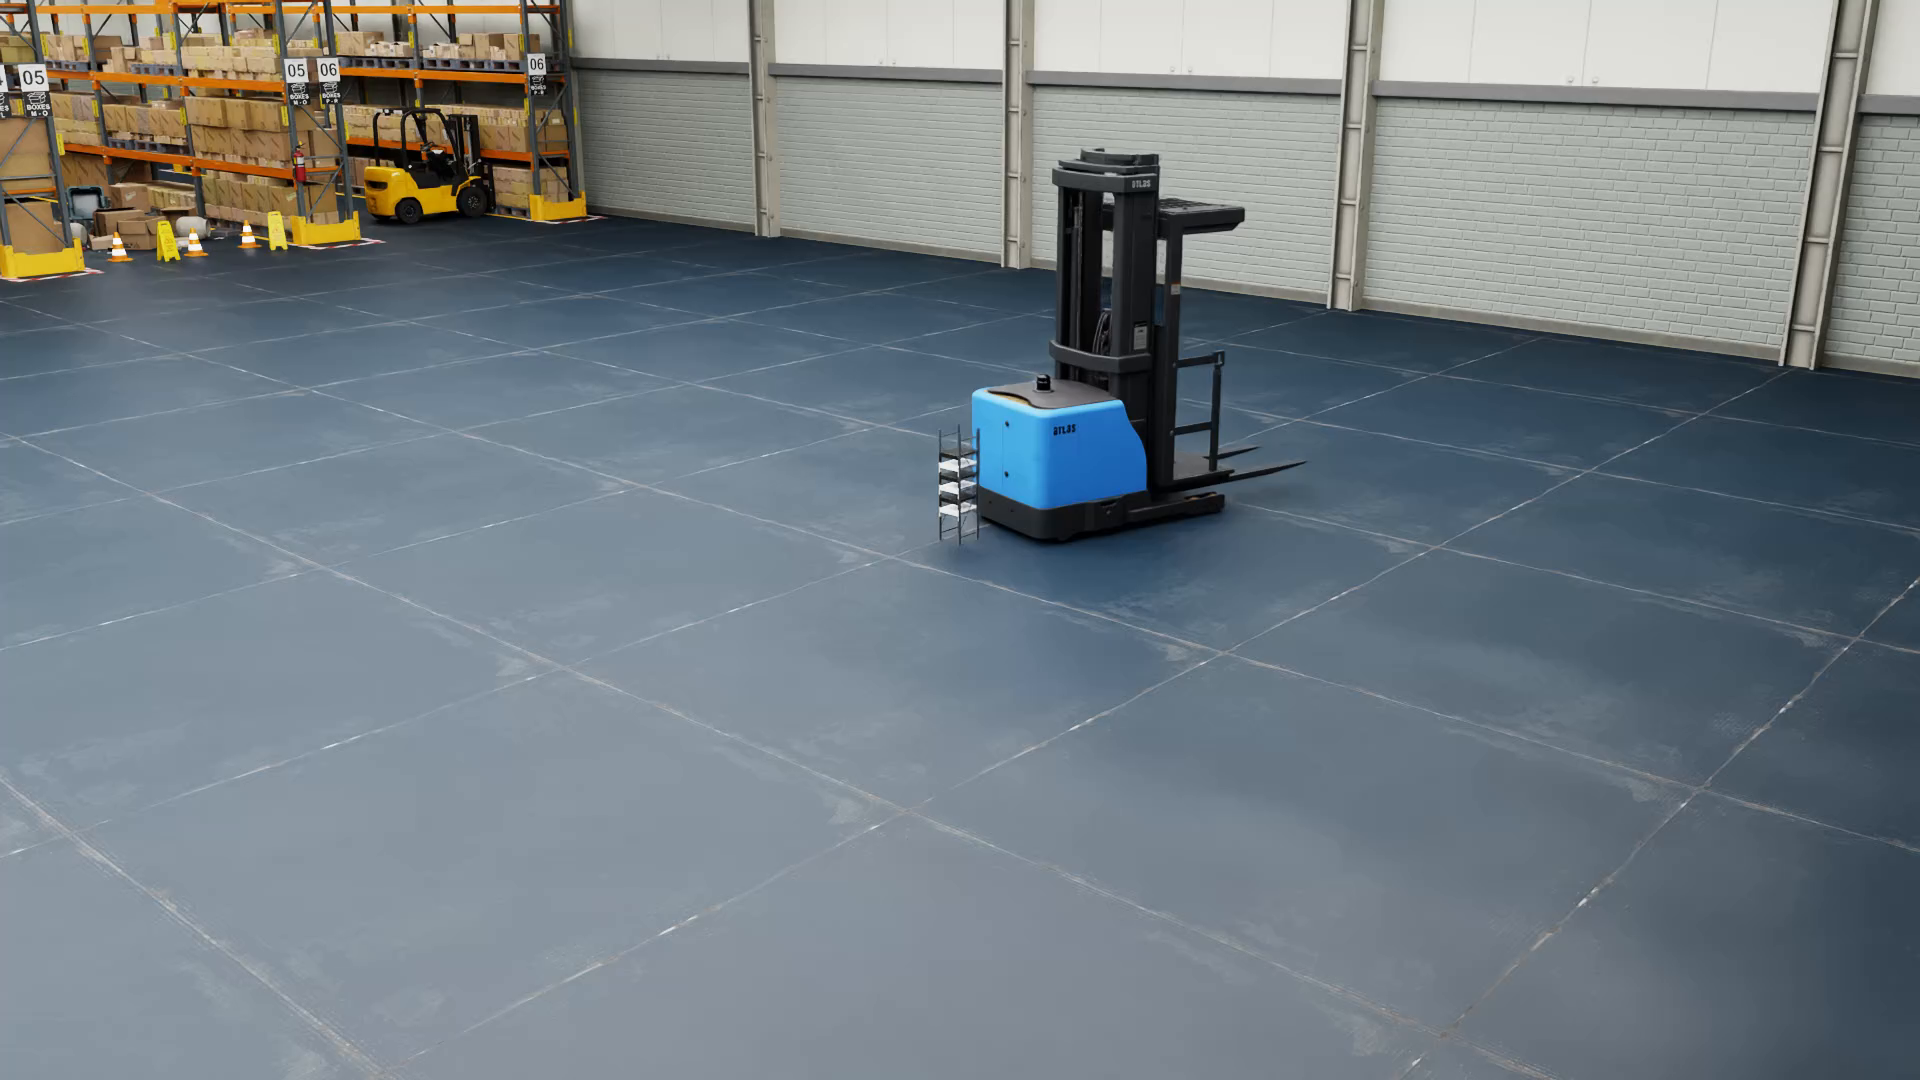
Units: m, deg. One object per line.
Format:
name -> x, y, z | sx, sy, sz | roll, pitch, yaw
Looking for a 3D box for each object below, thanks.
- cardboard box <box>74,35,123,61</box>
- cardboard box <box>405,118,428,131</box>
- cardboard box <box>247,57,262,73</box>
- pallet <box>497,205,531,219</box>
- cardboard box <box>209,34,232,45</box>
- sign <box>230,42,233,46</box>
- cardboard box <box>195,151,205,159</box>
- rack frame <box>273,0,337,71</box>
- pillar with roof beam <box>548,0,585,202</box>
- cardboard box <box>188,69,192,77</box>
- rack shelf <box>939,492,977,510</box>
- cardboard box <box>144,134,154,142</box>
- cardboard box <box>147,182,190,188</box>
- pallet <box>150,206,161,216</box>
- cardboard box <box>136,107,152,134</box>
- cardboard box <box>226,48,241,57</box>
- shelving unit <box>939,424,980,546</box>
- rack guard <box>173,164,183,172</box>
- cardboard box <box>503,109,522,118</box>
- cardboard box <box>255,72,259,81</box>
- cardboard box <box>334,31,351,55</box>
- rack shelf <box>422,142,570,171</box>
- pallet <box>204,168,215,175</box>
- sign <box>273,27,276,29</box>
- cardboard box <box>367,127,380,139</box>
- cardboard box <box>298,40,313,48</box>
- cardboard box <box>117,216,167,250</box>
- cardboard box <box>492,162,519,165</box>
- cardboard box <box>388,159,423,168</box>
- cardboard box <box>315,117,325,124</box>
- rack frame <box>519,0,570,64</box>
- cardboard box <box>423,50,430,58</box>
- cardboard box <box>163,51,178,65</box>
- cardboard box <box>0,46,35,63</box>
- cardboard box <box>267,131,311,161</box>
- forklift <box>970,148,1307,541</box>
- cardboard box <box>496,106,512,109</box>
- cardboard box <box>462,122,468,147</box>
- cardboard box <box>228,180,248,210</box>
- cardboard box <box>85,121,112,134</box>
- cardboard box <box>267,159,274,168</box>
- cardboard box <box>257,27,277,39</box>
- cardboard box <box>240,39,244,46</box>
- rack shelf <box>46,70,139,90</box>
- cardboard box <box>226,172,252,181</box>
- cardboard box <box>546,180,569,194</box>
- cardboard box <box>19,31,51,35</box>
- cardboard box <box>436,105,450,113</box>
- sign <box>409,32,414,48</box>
cardboard box -> -17.791, -10.163, 34.352 | 0.637, 0.503, 0.797 | 13, 22, 36
cardboard box -> -11.662, -8.970, 35.840 | 0.500, 0.250, 0.500 | 14, 23, 38
cardboard box -> -12.354, -8.482, 29.677 | 0.500, 0.250, 0.500 | 15, 23, 39
pallet -> -8.733, -6.775, 34.110 | 1.213, 0.211, 1.003 | 15, 23, 39
cardboard box -> -18.031, -12.254, 40.737 | 0.500, 0.250, 0.500 | 15, 23, 38
sign -> -14.063, -9.440, 32.083 | 0.005, 0.325, 0.100 | 15, 23, 39
cardboard box -> -14.395, -7.384, 31.834 | 0.250, 0.149, 0.380 | 15, 23, 39
rack frame -> -11.425, -9.695, 28.785 | 0.127, 3.000, 1.000 | 15, 23, 39
pillar with roof beam -> -10.914, -10.189, 30.340 | 0.400, 9.000, 9.100 | 15, 23, 39
cardboard box -> -14.346, -8.830, 31.432 | 0.250, 0.149, 0.380 | 15, 23, 38
rack shelf -> -0.006, -0.313, 13.018 | 0.200, 0.077, 0.258 | 15, 23, 39
cardboard box -> -16.113, -8.080, 33.333 | 0.250, 0.149, 0.380 | 16, 24, 41
cardboard box -> -16.436, -7.128, 34.263 | 0.625, 0.372, 0.950 | 14, 23, 38
pallet -> -15.917, -6.711, 33.909 | 1.213, 0.211, 1.003 | 15, 23, 39
cardboard box -> -16.061, -8.379, 33.203 | 0.500, 0.500, 0.500 | 14, 22, 37
cardboard box -> -13.044, -8.827, 30.106 | 0.250, 0.149, 0.380 | 16, 23, 41
shelving unit -> -0.006, -0.431, 12.981 | 0.210, 0.900, 0.258 | 15, 23, 39
rack guard -> -20.044, -9.966, 43.687 | 0.348, 0.500, 1.175 | 15, 23, 39
cardboard box -> -8.960, -8.572, 33.432 | 0.250, 0.149, 0.380 | 16, 23, 40
cardboard box -> -12.407, -8.324, 29.838 | 0.250, 0.149, 0.380 | 15, 23, 40
cardboard box -> -13.737, -11.091, 37.116 | 0.500, 0.500, 0.500 | 15, 23, 40
rack shelf -> -9.629, -8.018, 34.608 | 4.000, 0.370, 1.077 | 15, 23, 39
pallet -> -18.539, -9.423, 42.455 | 1.213, 0.211, 1.003 | 15, 23, 39
sign -> -16.743, -12.359, 40.632 | 0.005, 0.325, 0.100 | 15, 23, 39
cardboard box -> -12.798, -9.042, 36.891 | 0.500, 0.250, 0.500 | 16, 24, 41
cardboard box -> -14.930, -11.377, 38.139 | 0.250, 0.149, 0.380 | 14, 22, 37
cardboard box -> -14.420, -5.426, 29.377 | 0.637, 0.503, 0.797 | 0, 18, 2
cardboard box -> -9.489, -7.772, 34.841 | 0.500, 0.250, 0.500 | 14, 23, 38
cardboard box -> -12.098, -8.091, 36.879 | 0.625, 0.625, 0.875 | 15, 23, 39
cardboard box -> -14.863, -9.692, 38.412 | 0.250, 0.149, 0.380 | 16, 23, 40
rack frame -> -8.133, -10.819, 32.326 | 0.127, 3.000, 1.000 | 15, 23, 39
cardboard box -> -10.991, -10.162, 34.770 | 0.250, 0.149, 0.380 | 16, 23, 40
cardboard box -> -14.950, -9.282, 31.995 | 0.500, 0.250, 0.500 | 14, 23, 38
cardboard box -> -14.826, -7.599, 26.034 | 0.500, 0.250, 0.500 | 15, 23, 39
cardboard box -> -12.014, -7.072, 29.780 | 0.500, 0.500, 0.500 | 15, 23, 38
forklift -> 1.595, -1.708, 13.648 | 3.031, 2.935, 1.130 | -11, 21, -32
cardboard box -> -9.381, -8.891, 34.439 | 0.250, 0.149, 0.380 | 15, 23, 40
cardboard box -> -10.187, -8.460, 34.645 | 0.500, 0.500, 0.500 | 15, 23, 39
cardboard box -> -13.360, -6.497, 31.237 | 0.500, 0.500, 0.500 | 17, 24, 42
cardboard box -> -17.940, -8.649, 34.827 | 0.500, 0.250, 0.500 | 15, 23, 39
cardboard box -> -12.288, -6.825, 30.074 | 0.250, 0.149, 0.380 | 15, 23, 38
cardboard box -> -16.615, -12.175, 39.936 | 0.258, 0.266, 0.396 | 15, 23, 39
cardboard box -> -16.930, -11.872, 39.667 | 0.250, 0.149, 0.380 | 16, 23, 40
rack shelf -> -18.905, -9.931, 35.675 | 4.000, 0.370, 1.077 | 15, 23, 39
cardboard box -> -13.513, -6.821, 31.185 | 0.250, 0.149, 0.380 | 17, 24, 42
cardboard box -> -8.347, -7.229, 33.956 | 0.500, 0.250, 0.500 | 16, 23, 40
cardboard box -> -20.701, -11.136, 37.259 | 0.500, 0.500, 0.500 | 16, 23, 40
cardboard box -> -10.816, -9.102, 35.105 | 0.250, 0.149, 0.380 | 15, 23, 40
sign -> -11.478, -10.464, 34.792 | 0.005, 0.325, 0.100 | 15, 23, 39
